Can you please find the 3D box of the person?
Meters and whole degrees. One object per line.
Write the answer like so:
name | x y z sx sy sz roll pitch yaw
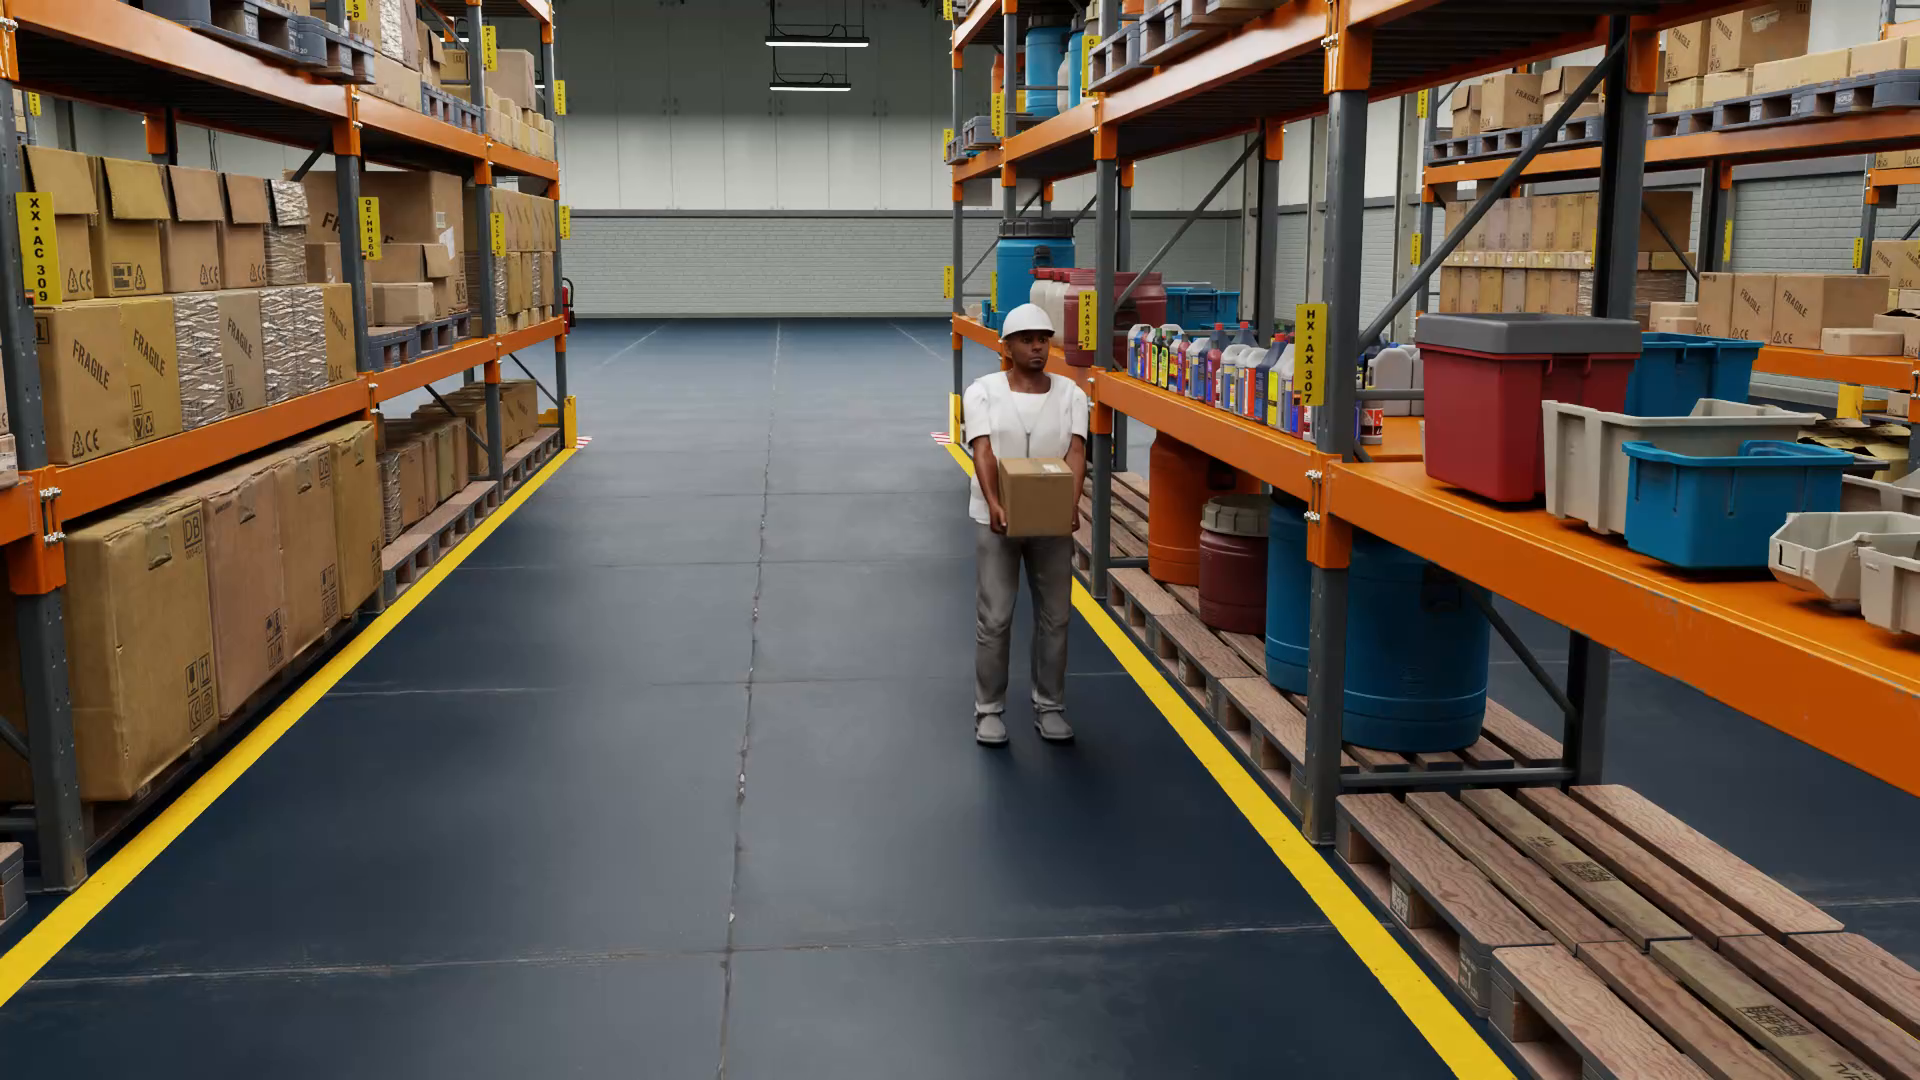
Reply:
person | 0.282 -0.051 6.640 0.504 1.760 0.575 -1 10 -7
